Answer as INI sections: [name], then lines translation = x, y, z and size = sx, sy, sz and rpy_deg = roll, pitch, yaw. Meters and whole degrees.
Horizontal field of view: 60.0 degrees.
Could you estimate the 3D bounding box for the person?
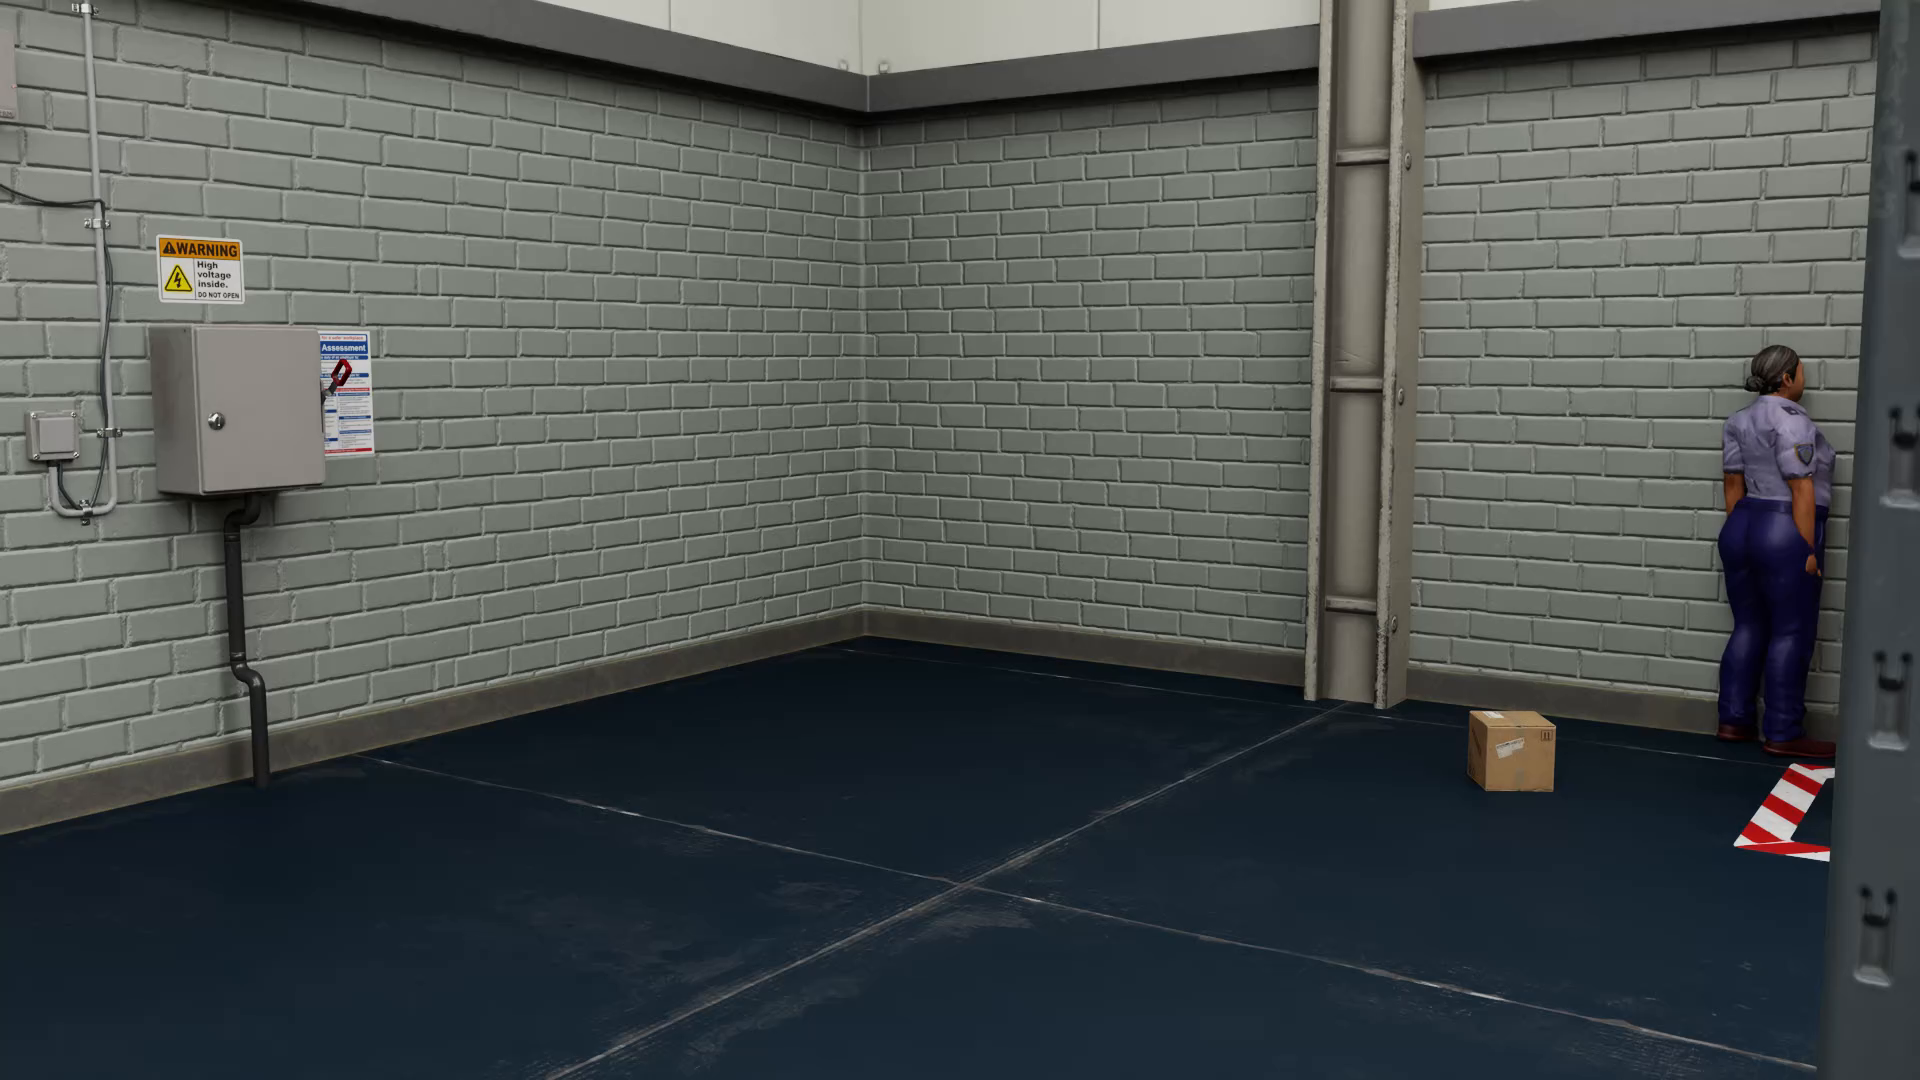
[person]
translation = 3.324, 0.046, 6.761
size = 0.364, 1.632, 0.473
rpy_deg = -2, 7, -14
